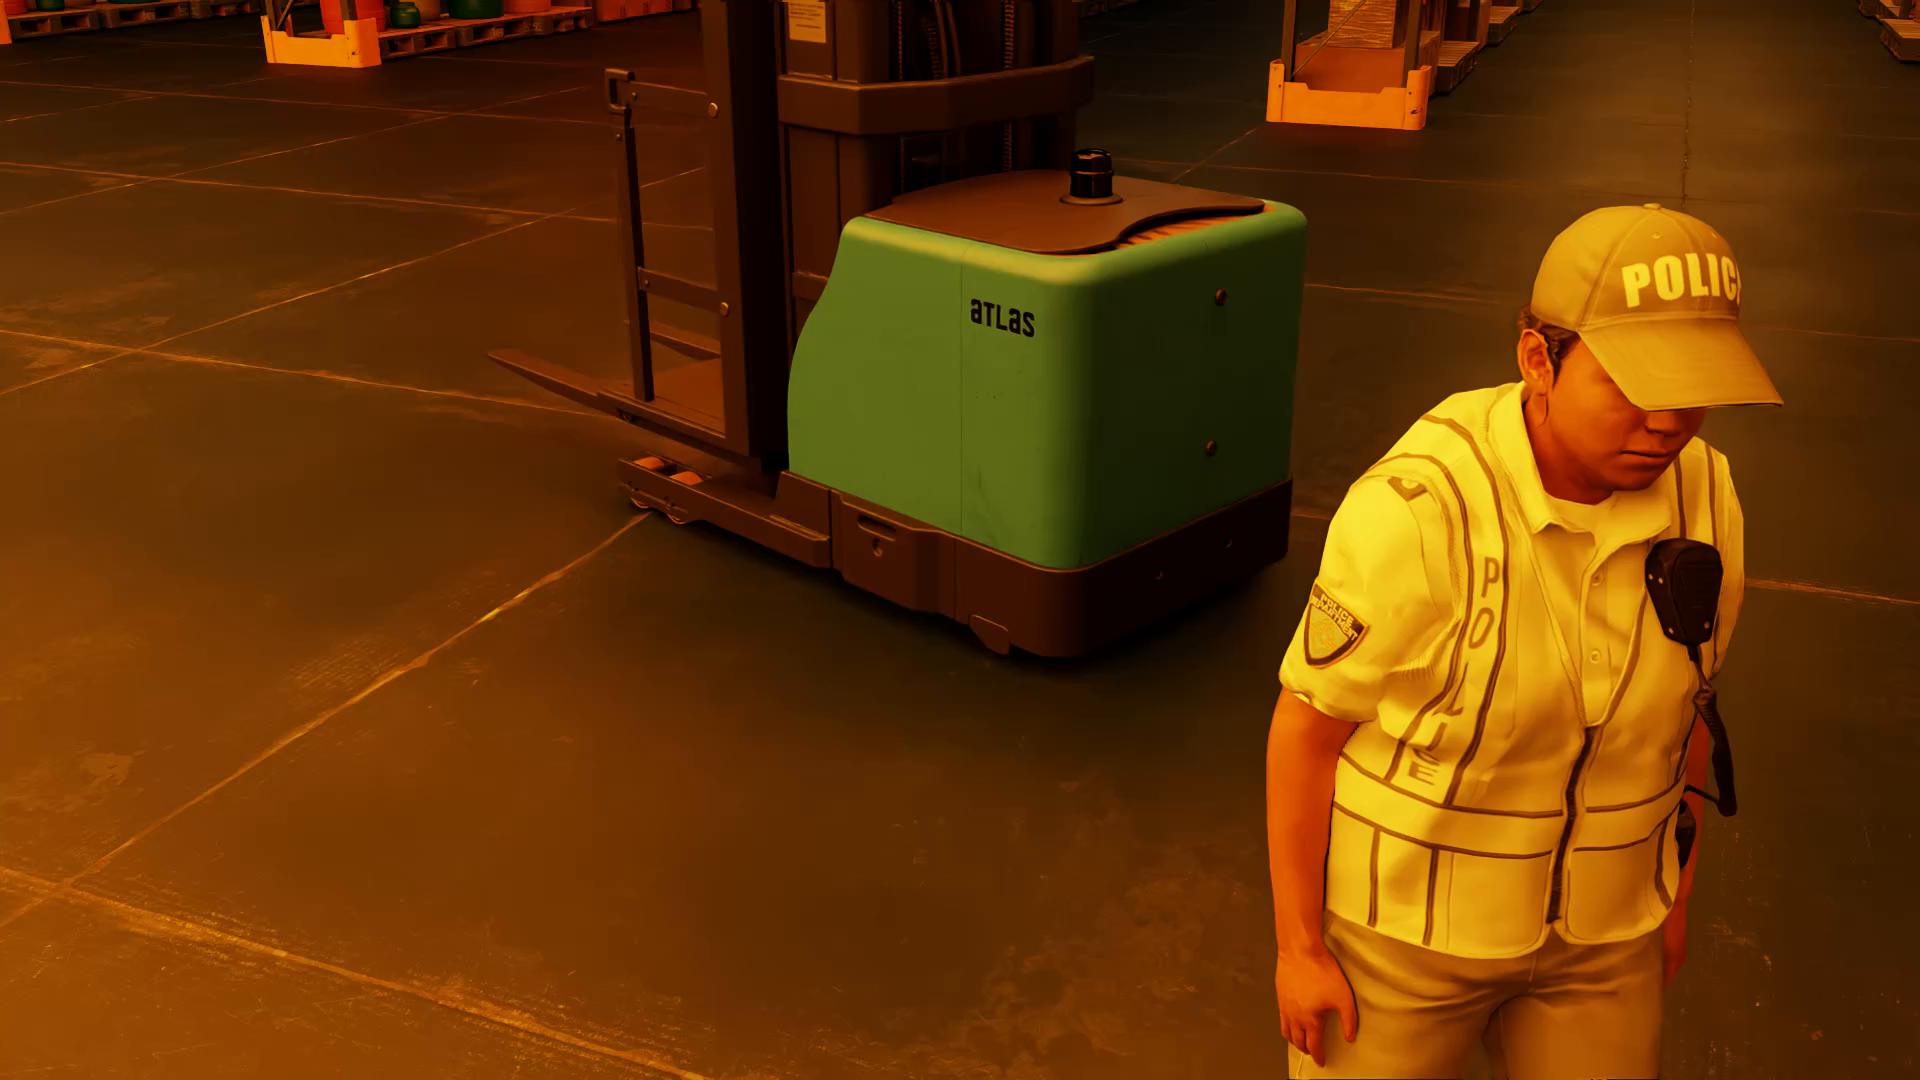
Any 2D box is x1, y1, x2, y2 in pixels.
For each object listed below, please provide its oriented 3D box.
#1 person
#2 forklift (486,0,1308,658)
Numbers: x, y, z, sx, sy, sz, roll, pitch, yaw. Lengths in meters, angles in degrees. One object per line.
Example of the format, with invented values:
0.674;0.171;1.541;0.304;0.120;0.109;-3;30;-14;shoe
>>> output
0.603;0.444;1.885;0.530;1.670;0.459;-4;23;-10;person
-0.452;-1.524;4.940;3.031;2.935;1.130;21;30;40;forklift
